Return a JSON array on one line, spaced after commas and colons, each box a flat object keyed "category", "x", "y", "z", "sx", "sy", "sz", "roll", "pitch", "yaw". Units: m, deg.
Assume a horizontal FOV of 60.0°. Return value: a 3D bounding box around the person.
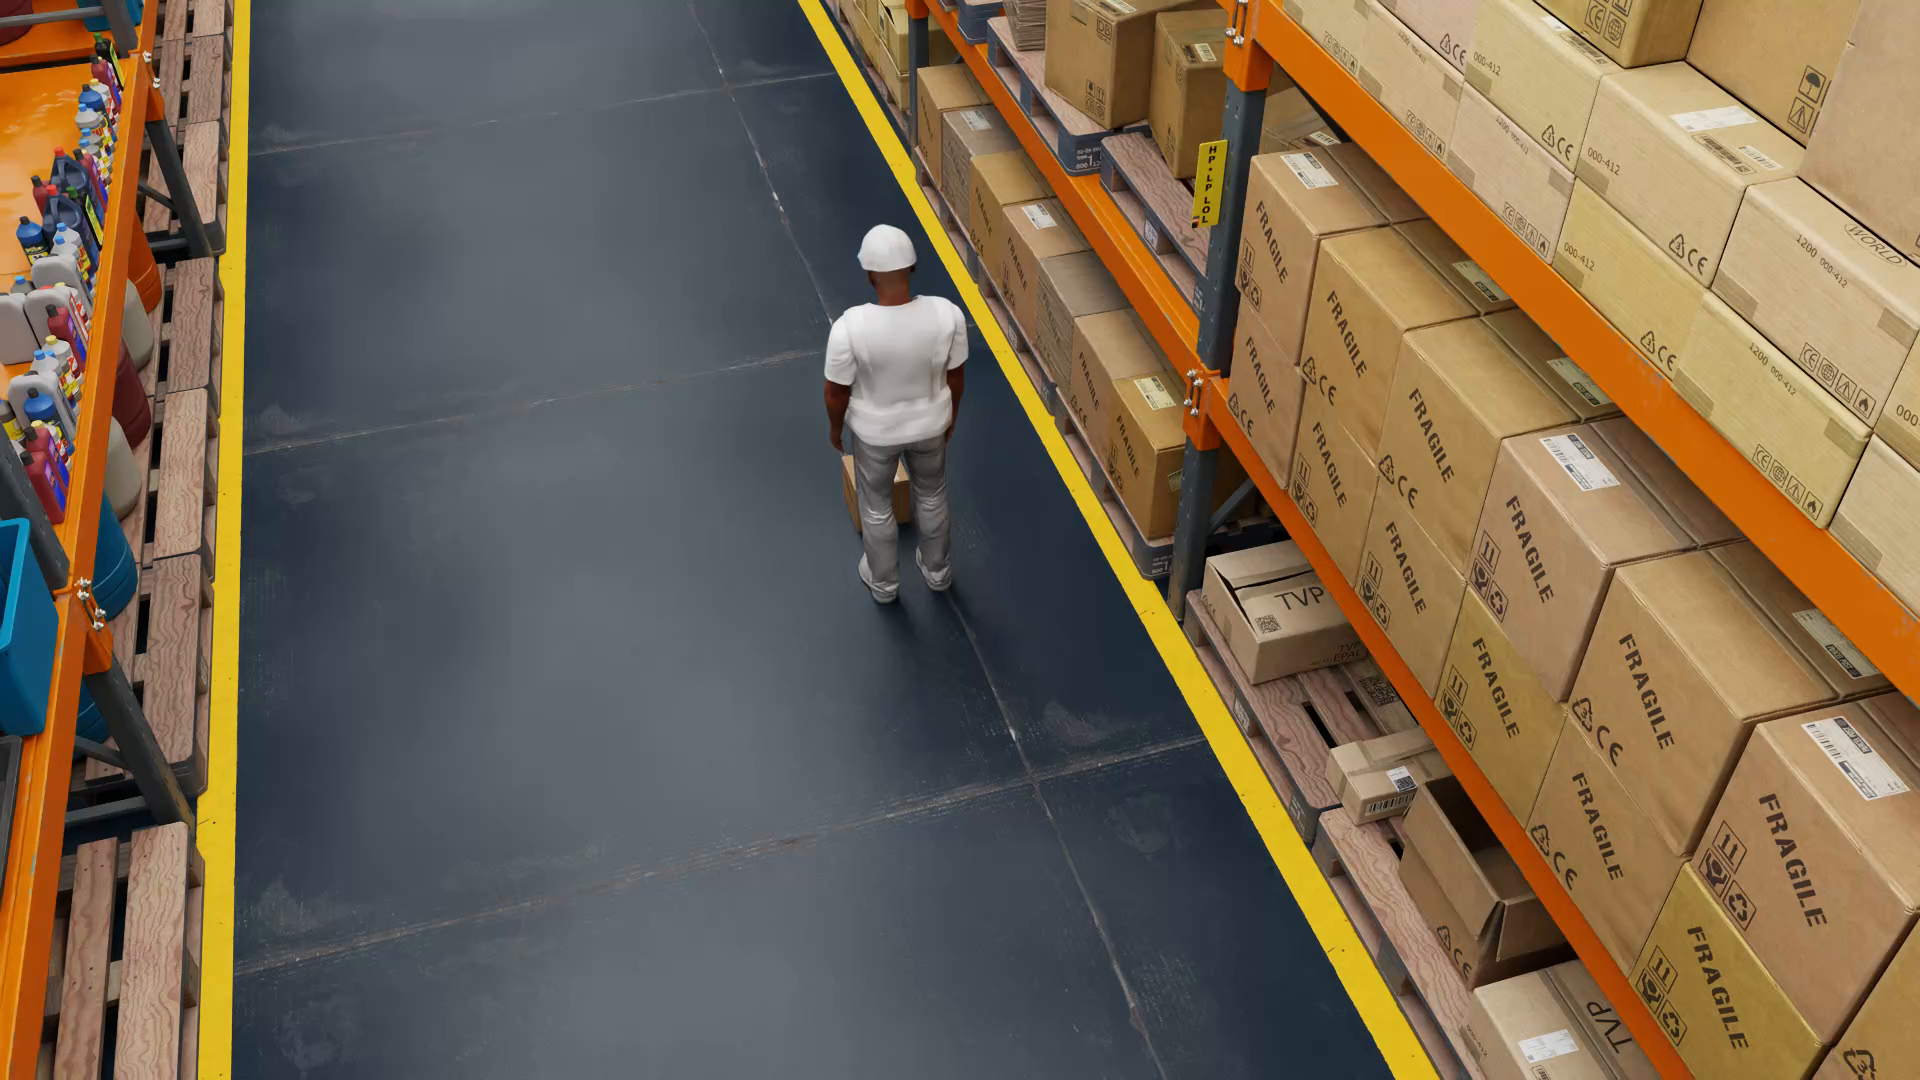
[{"category": "person", "x": -0.257, "y": -0.479, "z": 6.677, "sx": 0.568, "sy": 1.760, "sz": 0.367, "roll": -10, "pitch": 43, "yaw": -11}]
